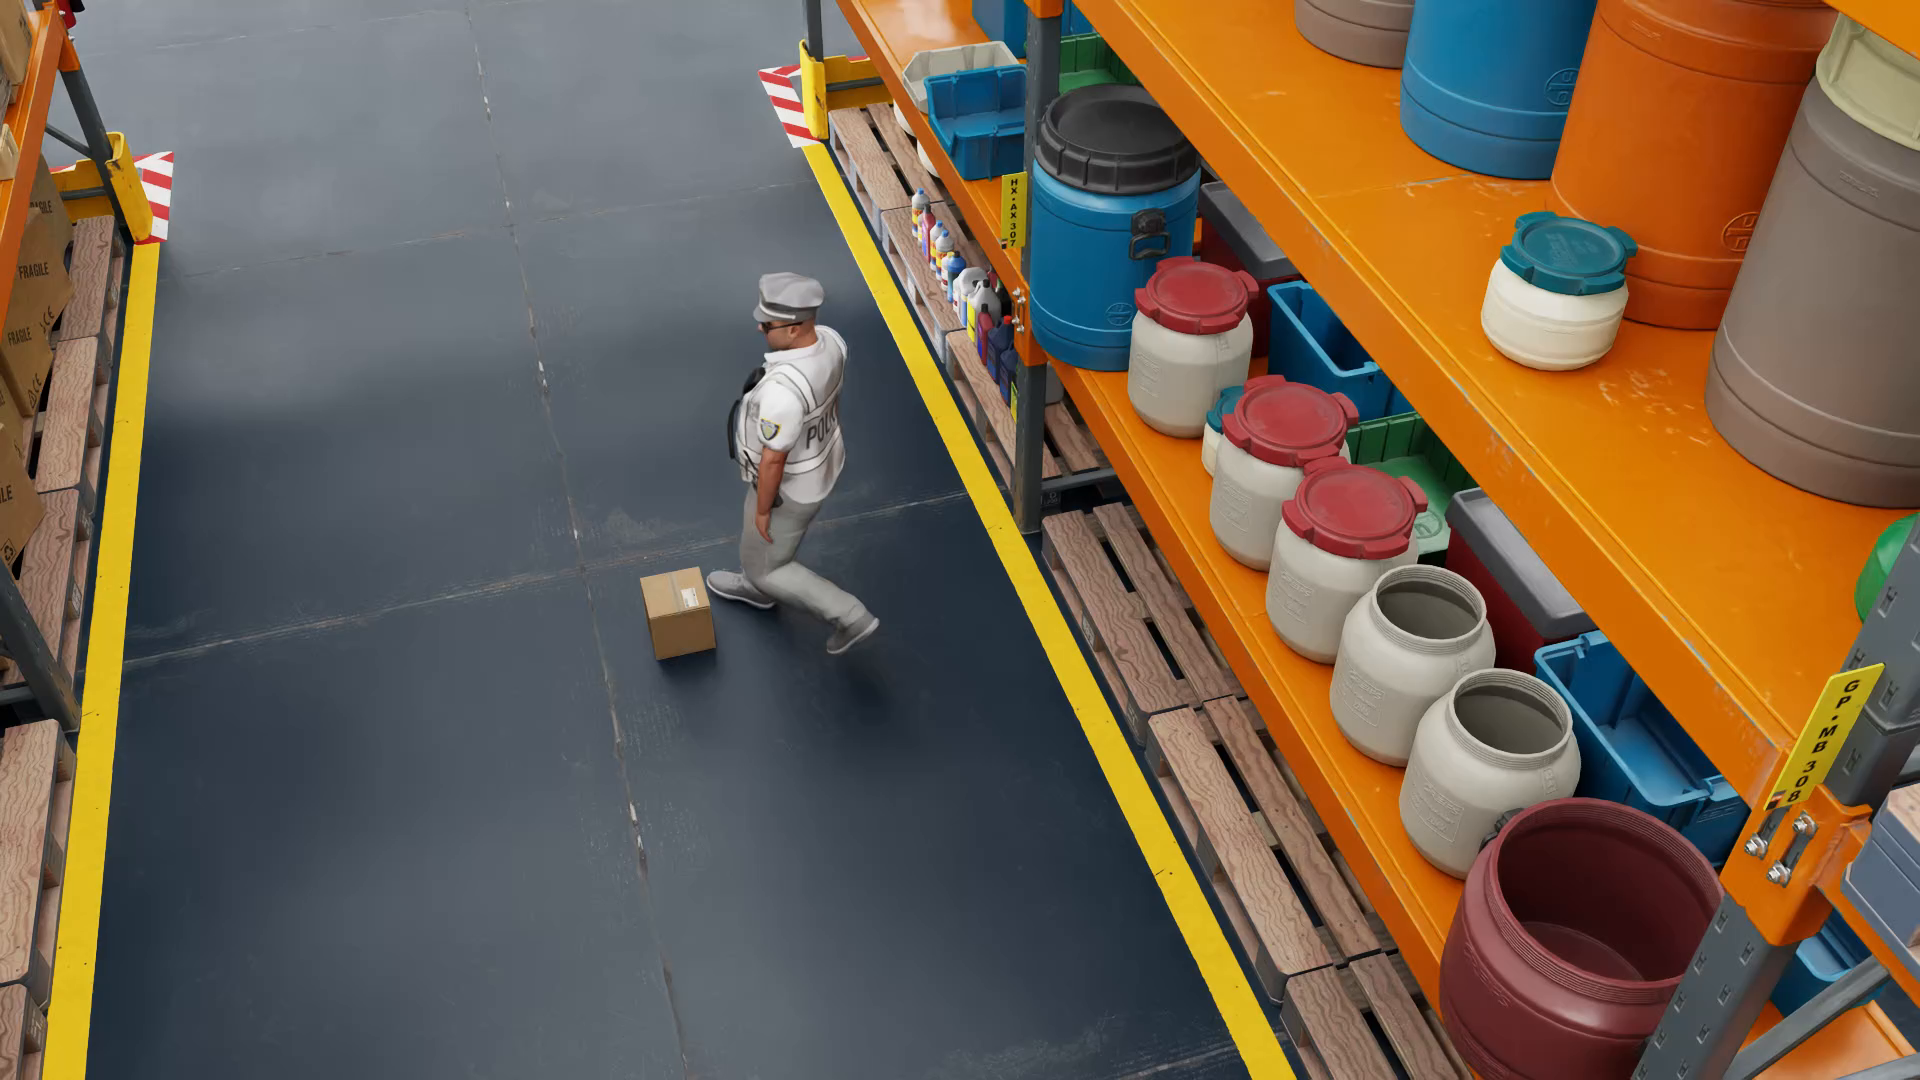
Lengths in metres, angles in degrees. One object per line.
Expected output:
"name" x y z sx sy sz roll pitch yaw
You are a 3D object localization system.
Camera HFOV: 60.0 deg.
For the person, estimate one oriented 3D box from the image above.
"person" -0.760 -0.356 6.560 0.513 1.778 0.597 -2 42 -2
